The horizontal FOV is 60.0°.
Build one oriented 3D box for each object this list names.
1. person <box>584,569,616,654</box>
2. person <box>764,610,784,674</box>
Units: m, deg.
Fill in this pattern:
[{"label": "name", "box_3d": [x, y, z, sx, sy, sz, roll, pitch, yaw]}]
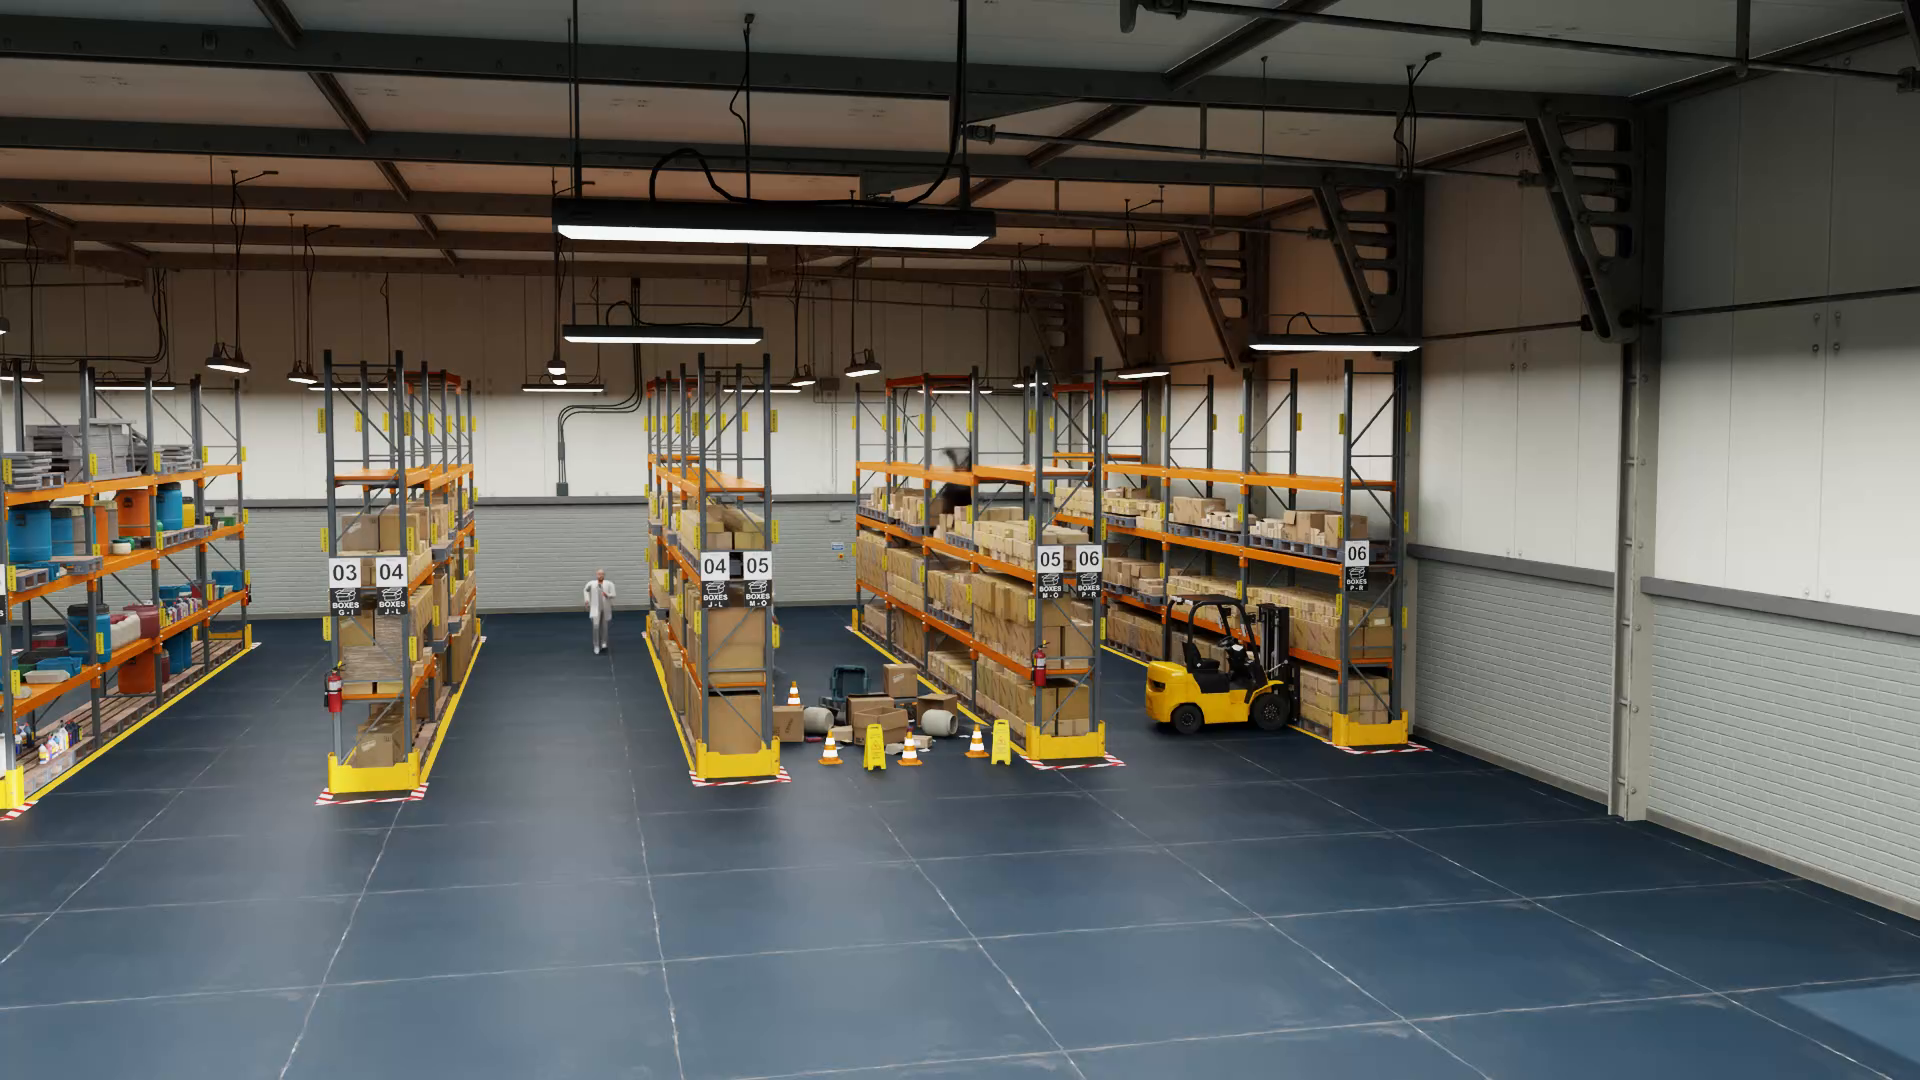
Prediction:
[{"label": "person", "box_3d": [-7.917, 1.565, 36.614, 0.692, 1.847, 0.832, -1, 4, -14]}, {"label": "person", "box_3d": [-3.876, 1.875, 33.112, 0.813, 1.703, 0.669, 1, 4, 20]}]
